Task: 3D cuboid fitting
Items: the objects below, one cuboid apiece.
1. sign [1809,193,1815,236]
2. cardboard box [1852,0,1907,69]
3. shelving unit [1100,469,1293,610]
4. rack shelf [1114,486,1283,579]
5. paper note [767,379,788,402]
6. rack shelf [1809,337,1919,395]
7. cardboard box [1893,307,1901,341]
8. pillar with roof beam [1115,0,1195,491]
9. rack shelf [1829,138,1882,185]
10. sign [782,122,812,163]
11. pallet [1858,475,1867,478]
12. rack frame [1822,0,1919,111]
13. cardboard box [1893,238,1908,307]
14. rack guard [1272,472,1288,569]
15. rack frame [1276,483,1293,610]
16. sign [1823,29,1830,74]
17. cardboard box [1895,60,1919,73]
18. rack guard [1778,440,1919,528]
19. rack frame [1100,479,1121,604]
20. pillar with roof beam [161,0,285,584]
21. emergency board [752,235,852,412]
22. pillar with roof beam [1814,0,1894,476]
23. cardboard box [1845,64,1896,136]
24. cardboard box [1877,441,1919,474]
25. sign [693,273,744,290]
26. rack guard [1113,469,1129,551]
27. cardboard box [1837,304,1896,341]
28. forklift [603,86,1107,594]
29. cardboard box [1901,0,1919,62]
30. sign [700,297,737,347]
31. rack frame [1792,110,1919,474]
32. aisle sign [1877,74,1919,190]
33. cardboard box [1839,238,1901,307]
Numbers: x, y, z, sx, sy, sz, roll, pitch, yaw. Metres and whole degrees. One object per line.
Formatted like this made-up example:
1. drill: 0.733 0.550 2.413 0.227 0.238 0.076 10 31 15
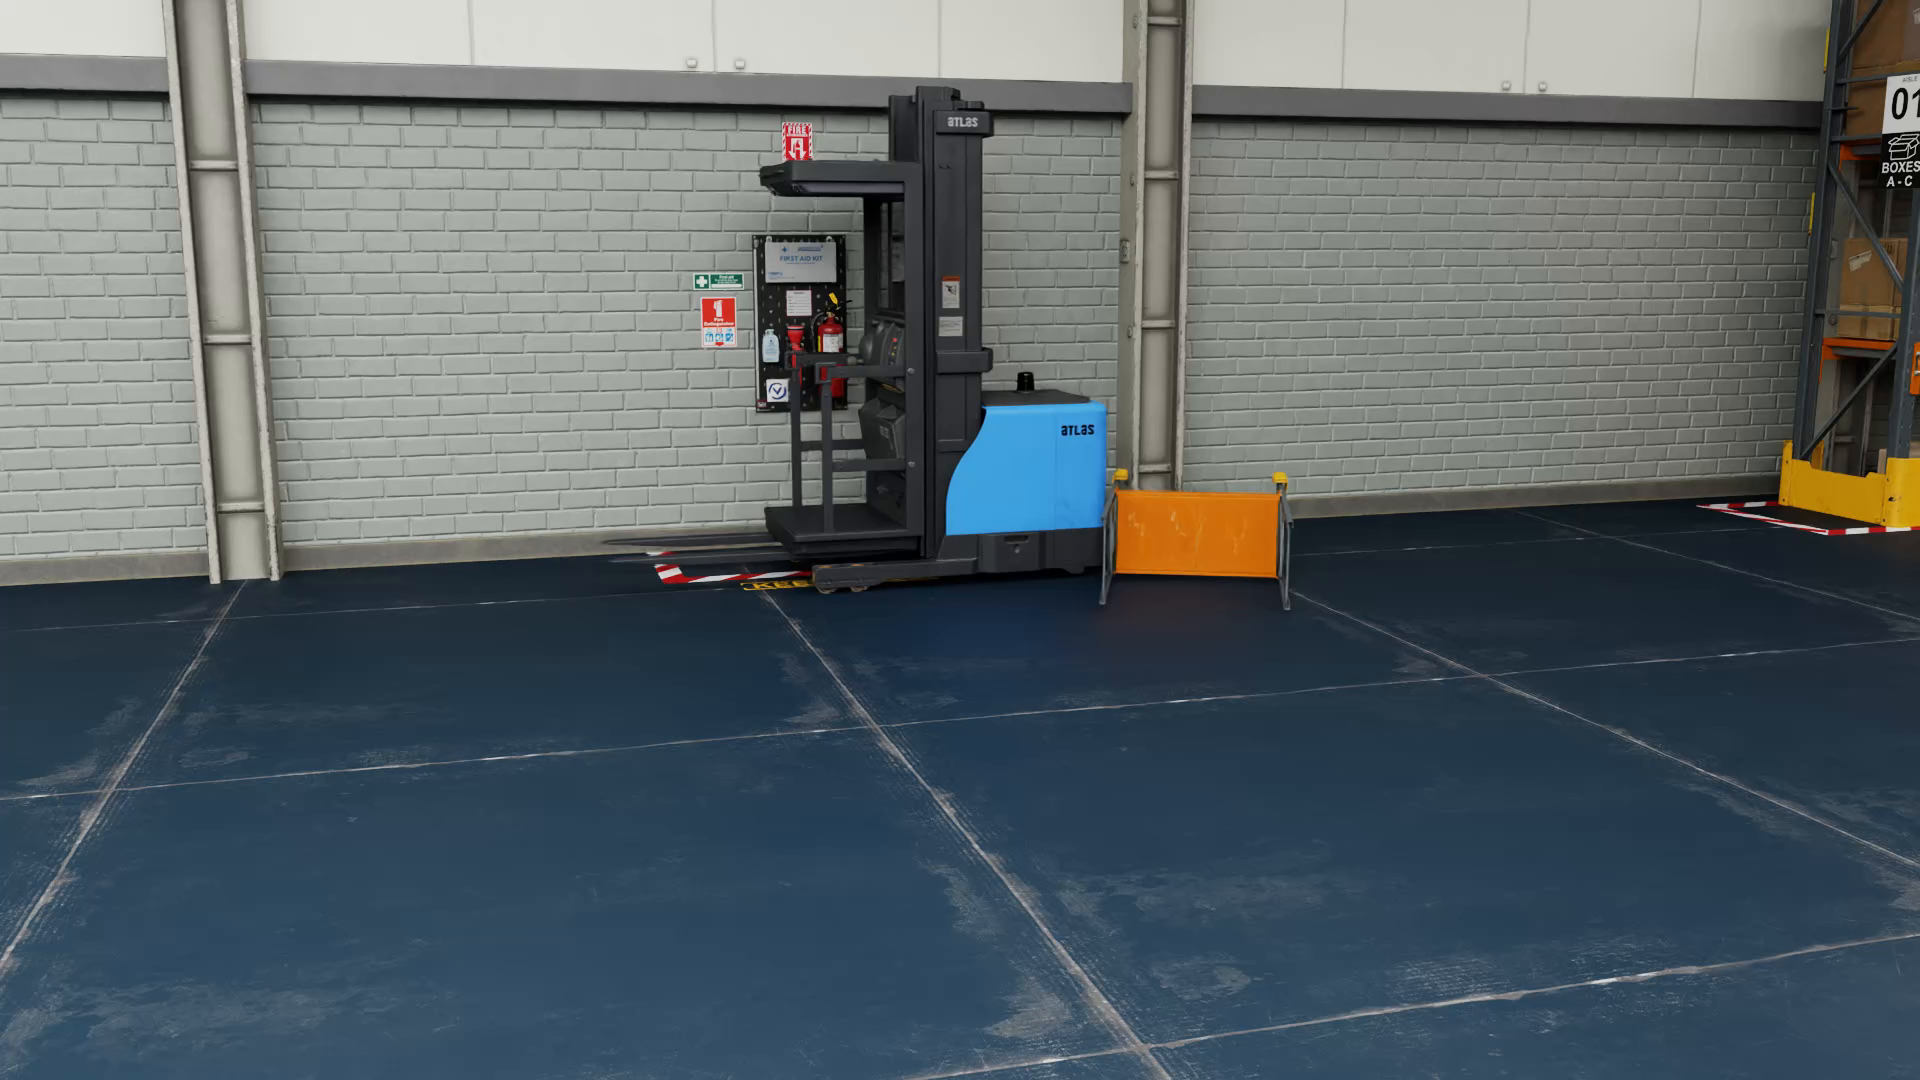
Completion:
1. sign: 6.545 -2.491 12.719 0.005 0.325 0.100 -3 11 -16
2. cardboard box: 7.022 -3.761 12.316 0.500 0.500 0.500 -3 11 -13
3. shelving unit: 1.421 -0.013 9.927 1.083 0.587 1.500 2 11 8
4. rack shelf: 1.438 -0.047 10.103 1.000 0.538 0.185 2 11 8
5. paper note: -1.222 -1.002 11.136 0.142 0.148 0.016 -3 11 -16
6. rack shelf: 8.601 -1.416 12.938 4.000 0.370 1.077 -3 11 -16
7. cardboard box: 7.238 -1.574 12.169 0.500 0.250 0.500 -3 11 -18
8. pillar with roof beam: 2.554 -3.752 7.075 0.400 9.000 9.100 -3 11 -16
9. rack shelf: 8.601 -2.891 12.666 4.000 0.370 1.077 -3 11 -16
10. sign: -1.068 -2.589 10.922 0.199 0.298 0.001 -3 11 -16
11. pallet: 7.544 -0.336 12.786 1.213 0.211 1.003 -3 11 -16
12. rack frame: 6.681 -4.619 11.780 0.127 3.000 1.000 -3 11 -16
13. cardboard box: 7.224 -1.945 12.114 0.500 0.500 0.500 -3 11 -16
14. rack guard: 2.006 -0.117 10.461 0.087 0.587 0.250 2 11 8
15. rack frame: 1.915 0.001 9.854 0.032 0.500 1.500 2 11 8
16. sign: 6.545 -3.676 12.501 0.005 0.325 0.100 -3 11 -16
17. cardboard box: 7.072 -3.176 11.897 0.500 0.500 0.500 -3 11 -14
18. rack guard: 6.754 -0.443 12.570 0.348 0.500 1.175 -3 11 -16
19. rack frame: 0.909 -0.027 10.002 0.032 0.500 1.500 2 11 8
20. pillar with roof beam: -3.207 -3.449 5.425 0.400 9.000 9.100 -3 11 -16
21. emergency board: -1.033 -1.432 11.040 0.643 1.169 0.194 -3 11 -16
22. pillar with roof beam: 8.315 -4.056 8.724 0.400 9.000 9.100 -3 11 -16
23. cardboard box: 7.011 -3.268 12.394 0.500 0.500 0.500 -2 11 -12
24. cardboard box: 7.371 -0.582 12.632 0.500 0.311 0.500 -4 11 -22
25. sign: -1.586 -1.699 10.927 0.331 0.109 0.001 -3 11 -16
26. rack guard: 1.021 -0.143 10.606 0.087 0.587 0.250 2 11 8
27. cardboard box: 7.076 -1.662 12.646 0.500 0.250 0.500 -3 11 -15
28. forklift: -0.659 -1.230 10.135 3.031 2.935 1.130 -3 11 -16
29. cardboard box: 7.119 -3.671 11.827 0.500 0.500 0.500 -4 11 -20
30. sign: -1.592 -1.439 10.982 0.234 0.329 0.001 -3 11 -16
31. rack frame: 6.681 -1.668 12.323 0.127 3.000 1.000 -3 11 -16
32. aisle sign: 6.696 -2.891 11.785 0.004 0.787 0.394 -3 11 -16
33. cardboard box: 7.074 -2.034 12.597 0.500 0.500 0.500 -3 11 -17
